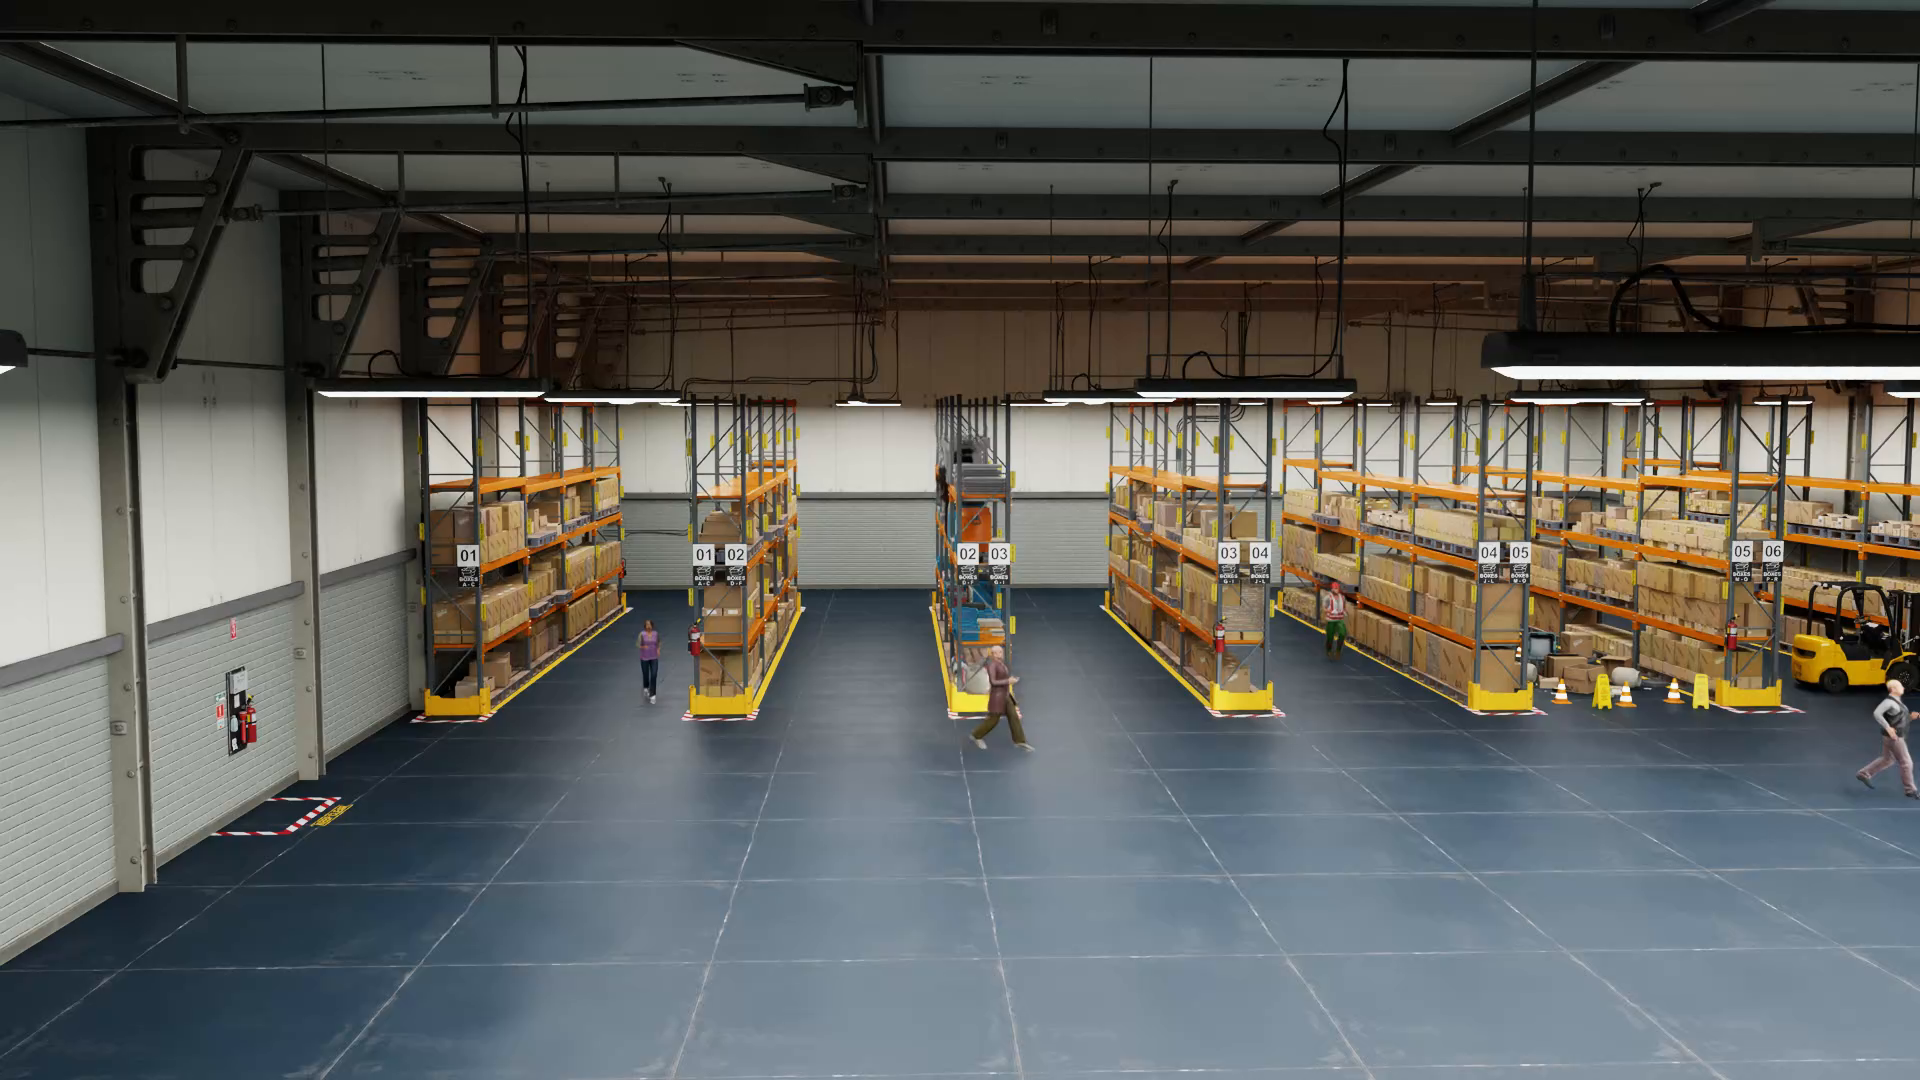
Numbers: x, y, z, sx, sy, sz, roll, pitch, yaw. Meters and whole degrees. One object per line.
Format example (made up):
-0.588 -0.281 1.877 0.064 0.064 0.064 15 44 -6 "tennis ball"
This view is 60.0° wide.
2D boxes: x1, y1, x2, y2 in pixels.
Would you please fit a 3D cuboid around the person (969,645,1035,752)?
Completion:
0.703 2.640 27.751 1.115 1.743 0.731 2 5 25 "person"

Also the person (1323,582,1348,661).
8.559 1.853 37.865 0.643 1.796 0.805 0 5 -6 "person"

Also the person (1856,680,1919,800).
13.759 2.911 24.479 0.943 1.716 0.652 3 5 33 "person"

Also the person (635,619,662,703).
-6.067 2.341 32.485 0.539 1.592 0.854 -1 5 -15 "person"
